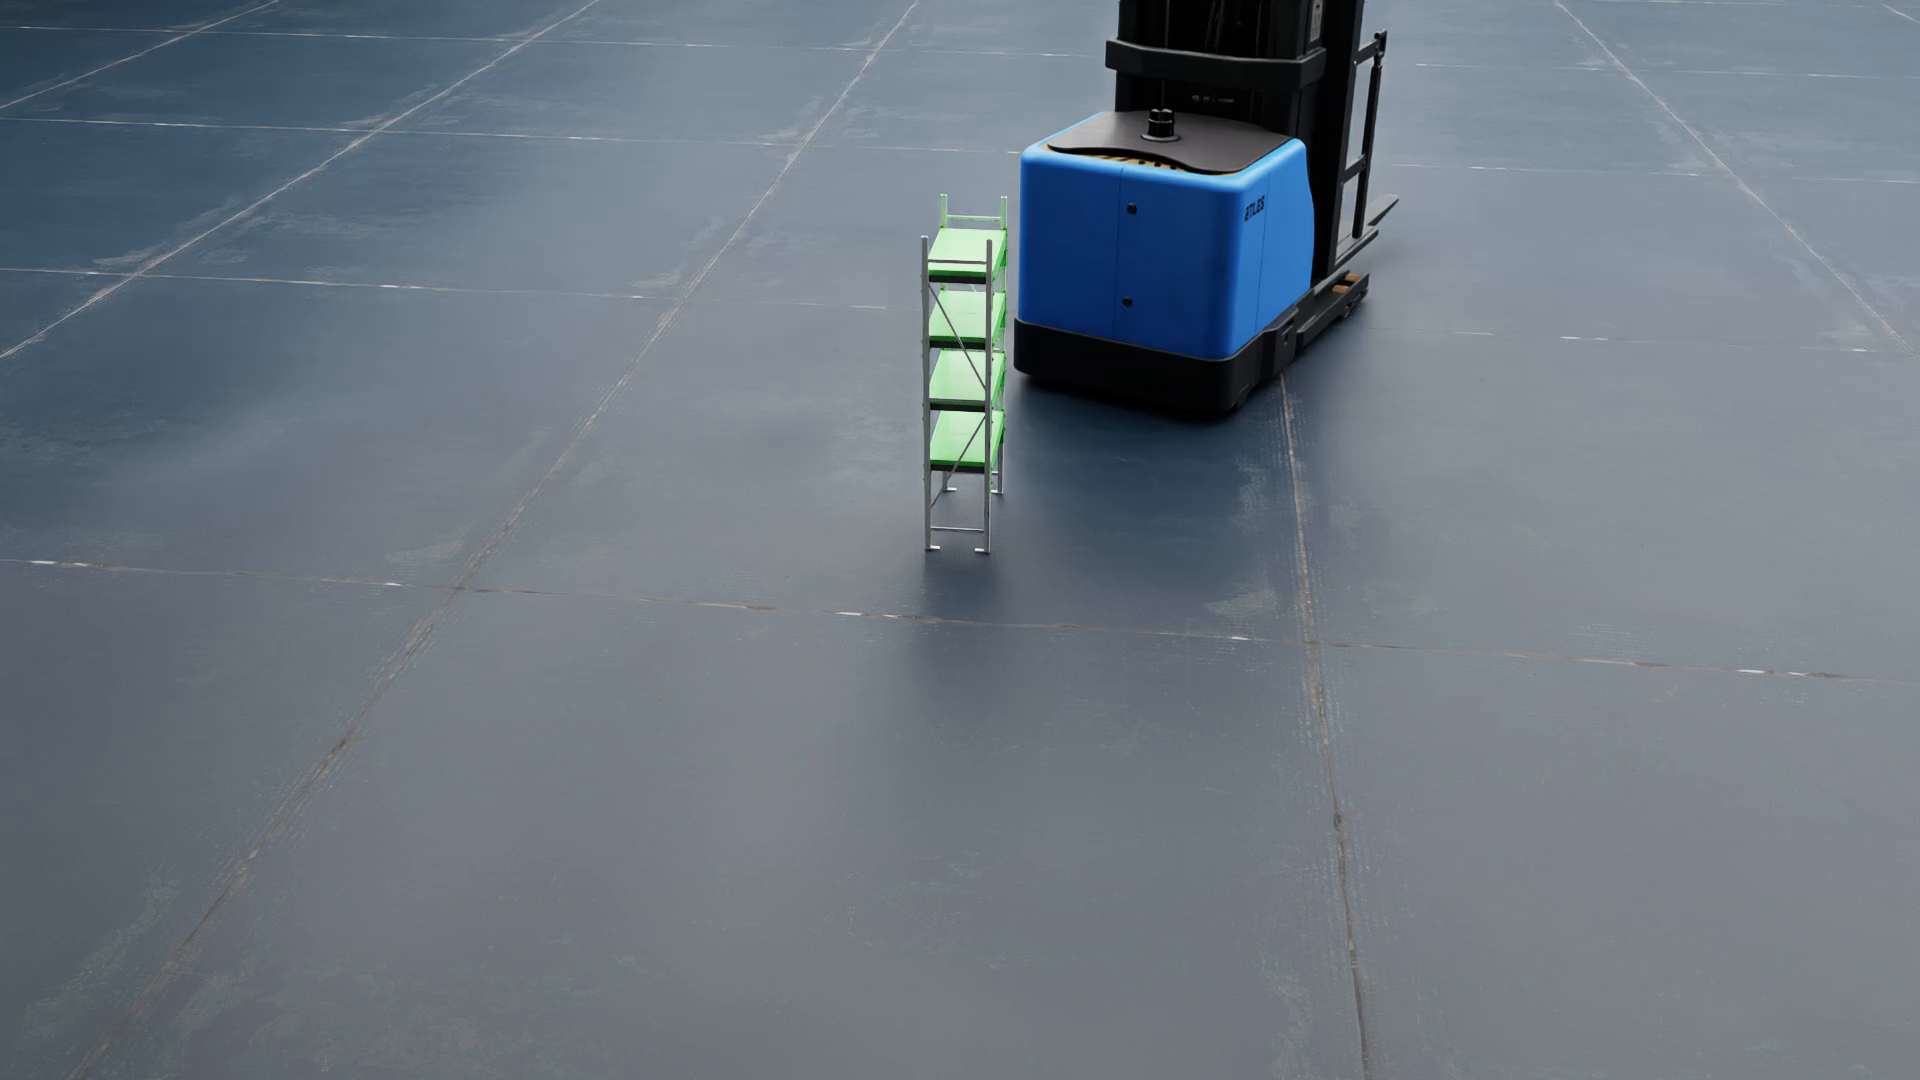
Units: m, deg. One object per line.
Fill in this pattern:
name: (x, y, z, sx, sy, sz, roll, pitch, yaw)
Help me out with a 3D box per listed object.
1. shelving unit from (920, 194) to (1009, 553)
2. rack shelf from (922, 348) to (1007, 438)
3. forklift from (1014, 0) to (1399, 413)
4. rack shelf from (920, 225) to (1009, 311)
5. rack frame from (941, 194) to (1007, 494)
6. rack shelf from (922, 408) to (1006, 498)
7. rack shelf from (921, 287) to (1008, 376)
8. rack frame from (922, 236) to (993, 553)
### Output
shelving unit: (0.020, -0.606, 6.110, 0.258, 1.200, 0.503, 3, 28, 6)
rack shelf: (0.020, -0.550, 6.140, 0.258, 0.148, 0.480, 3, 28, 6)
forklift: (1.422, -2.497, 7.794, 1.130, 2.935, 3.031, 15, 32, 26)
rack shelf: (0.020, -0.972, 5.913, 0.258, 0.148, 0.480, 3, 28, 6)
rack frame: (0.050, -0.721, 6.323, 0.240, 1.200, 0.015, 3, 28, 6)
rack shelf: (0.020, -0.339, 6.254, 0.258, 0.148, 0.480, 3, 28, 6)
rack shelf: (0.020, -0.761, 6.027, 0.258, 0.148, 0.480, 3, 28, 6)
rack frame: (-0.010, -0.491, 5.897, 0.240, 1.200, 0.015, 3, 28, 6)
